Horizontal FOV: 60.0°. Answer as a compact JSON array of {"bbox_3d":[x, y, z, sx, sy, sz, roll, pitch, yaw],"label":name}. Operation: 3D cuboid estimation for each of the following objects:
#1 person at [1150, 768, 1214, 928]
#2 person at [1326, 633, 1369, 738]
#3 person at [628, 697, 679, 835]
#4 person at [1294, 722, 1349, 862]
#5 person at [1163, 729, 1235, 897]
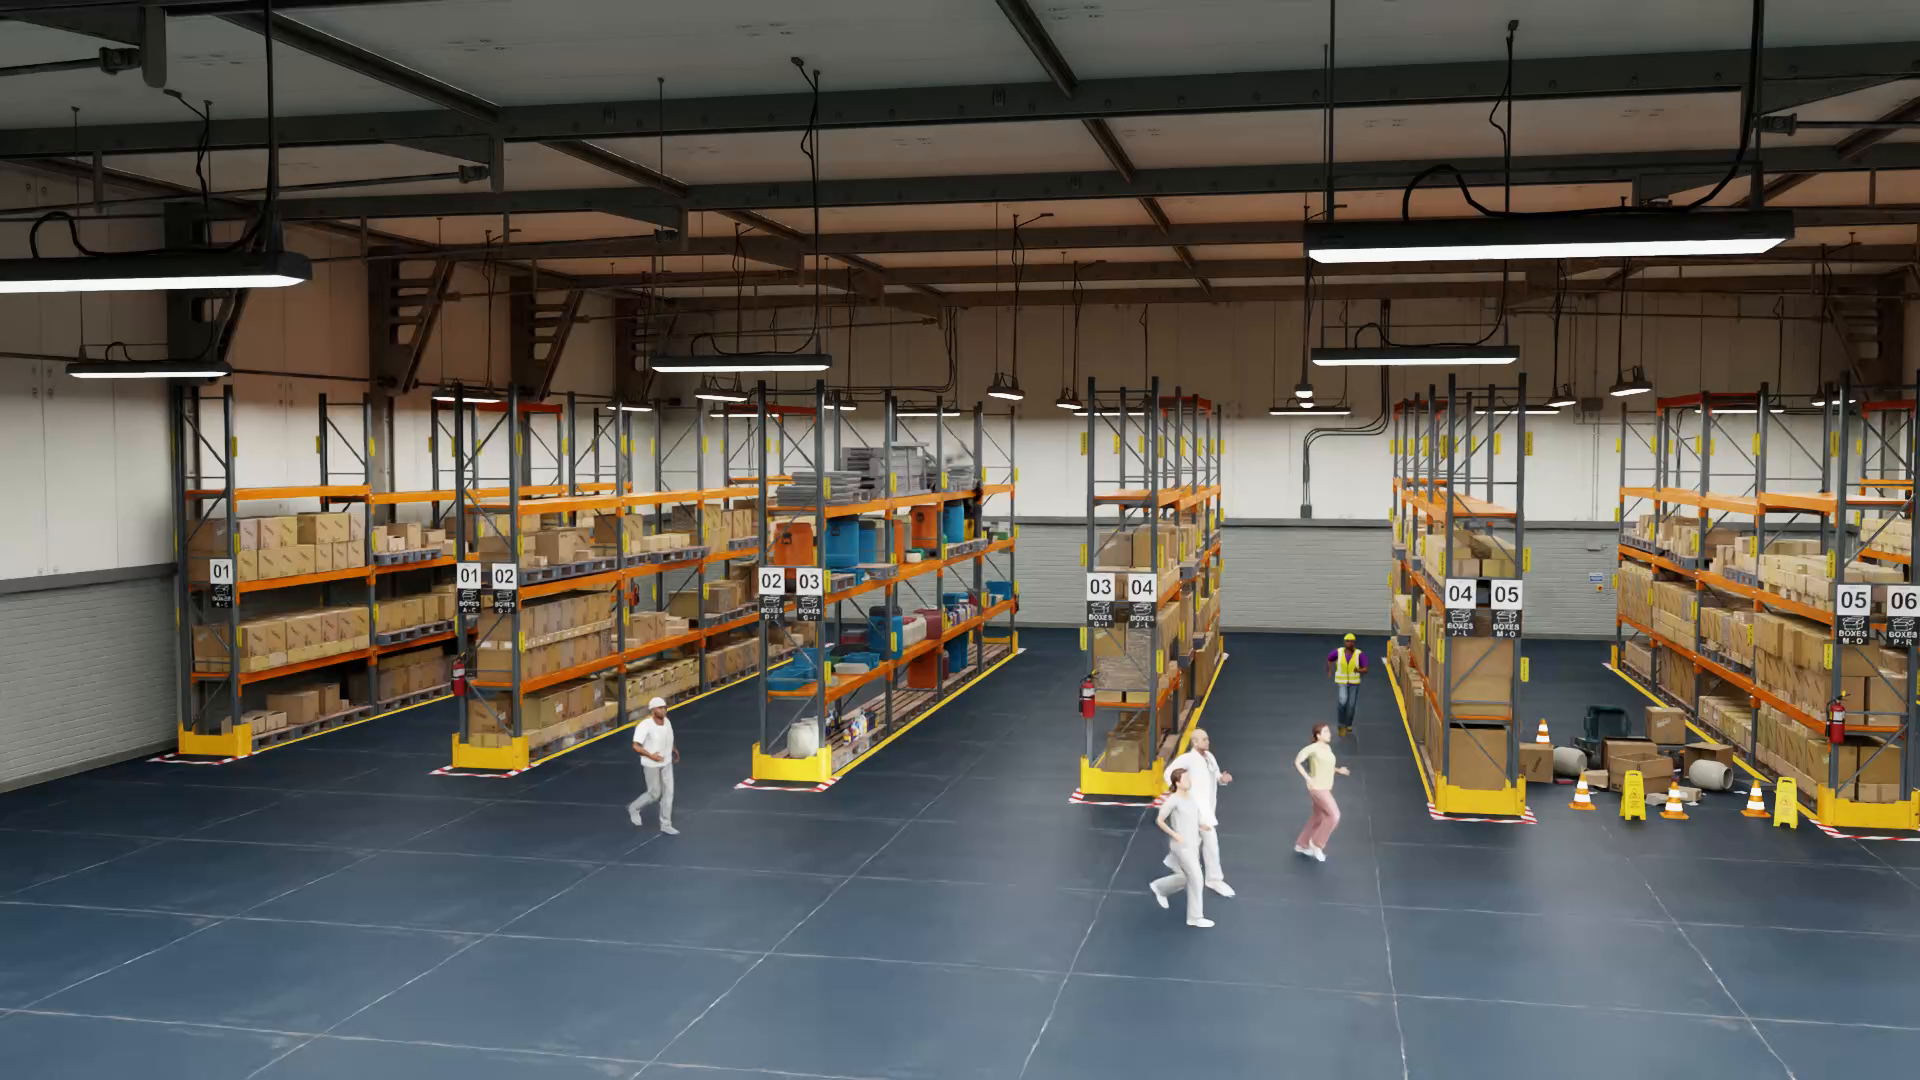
[{"bbox_3d":[2.313,3.204,17.453,0.802,1.635,0.575,3,4,38],"label":"person"},{"bbox_3d":[6.712,2.516,28.774,0.687,1.812,0.712,0,3,7],"label":"person"},{"bbox_3d":[-3.943,2.919,21.612,0.761,1.766,0.726,2,4,37],"label":"person"},{"bbox_3d":[4.373,3.044,20.156,0.667,1.673,0.554,2,4,37],"label":"person"},{"bbox_3d":[2.703,3.062,18.787,0.990,1.761,0.687,2,4,37],"label":"person"}]
